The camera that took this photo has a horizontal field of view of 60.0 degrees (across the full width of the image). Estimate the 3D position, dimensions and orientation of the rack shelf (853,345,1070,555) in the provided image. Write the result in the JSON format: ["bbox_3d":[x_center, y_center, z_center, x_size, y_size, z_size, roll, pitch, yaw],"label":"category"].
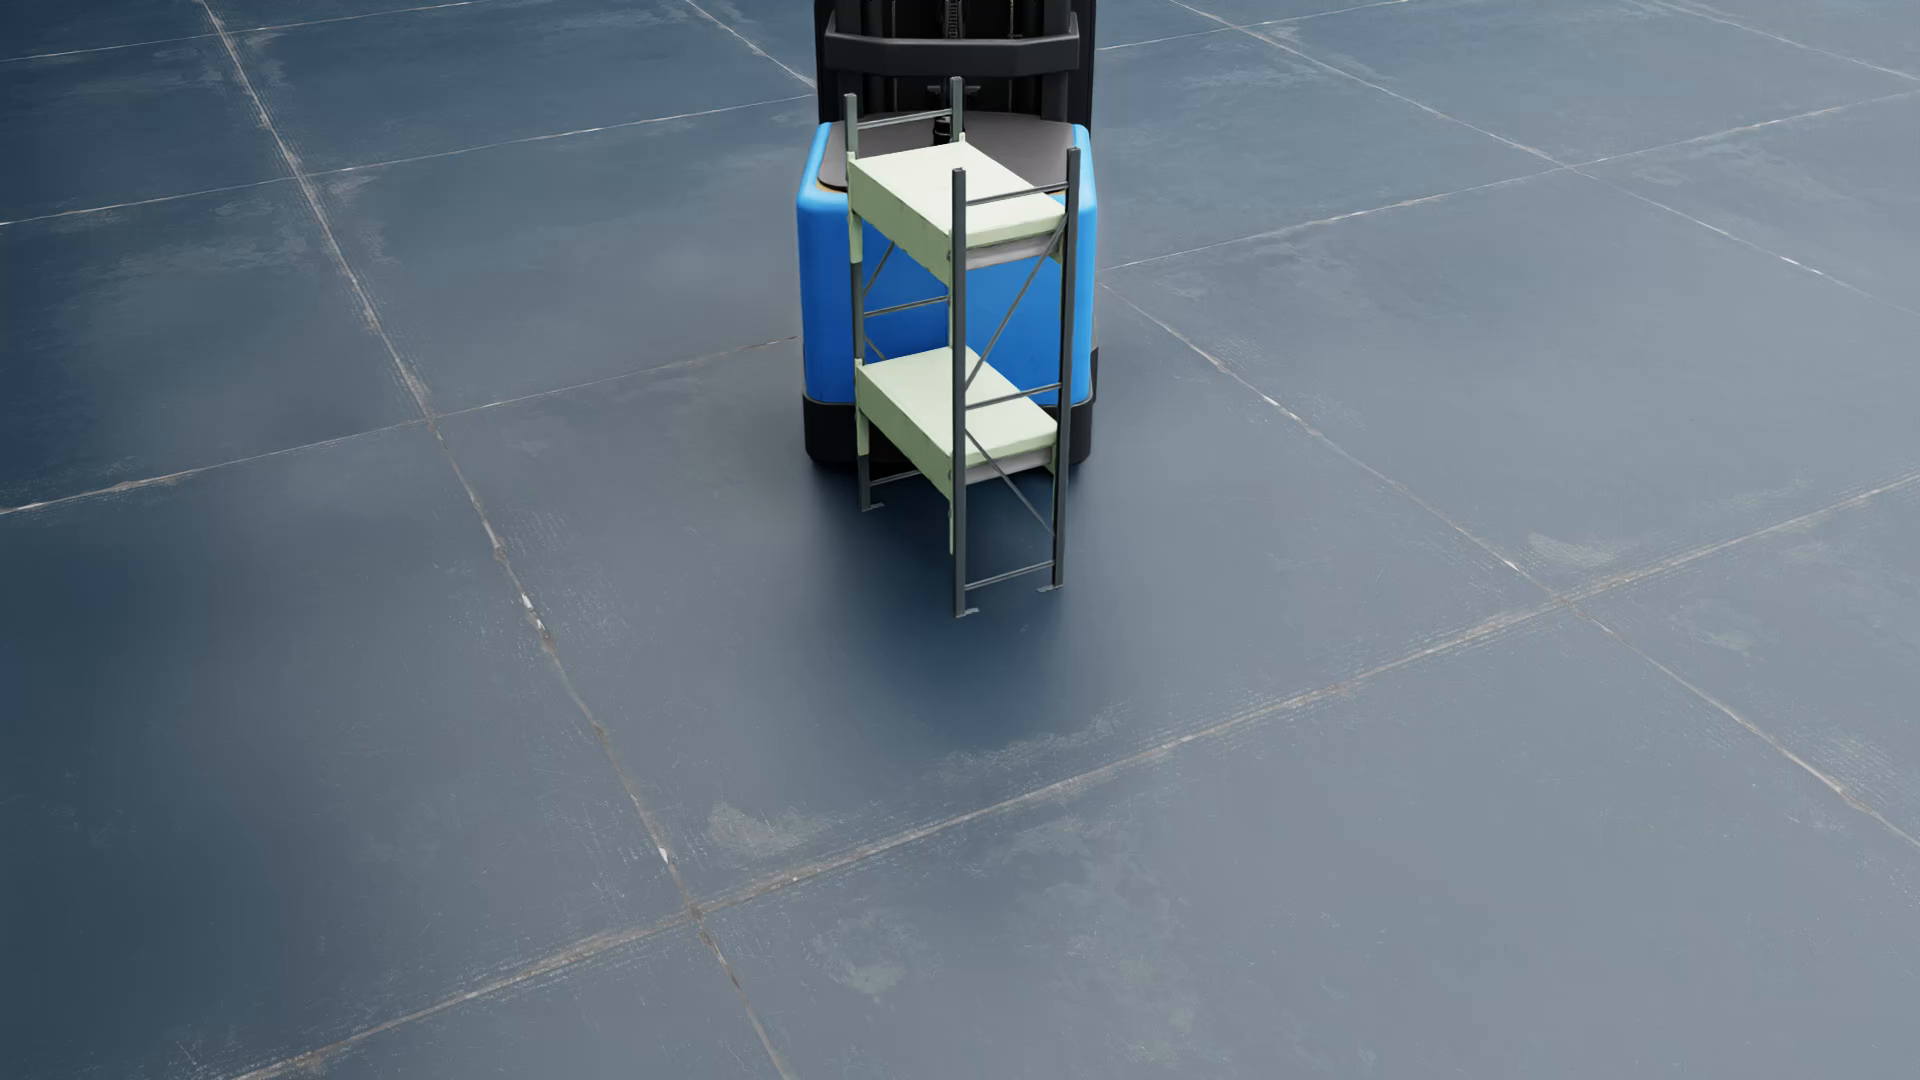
[{"bbox_3d":[-0.008,-0.331,5.480,0.431,0.370,0.720,-16,36,-23],"label":"rack shelf"}]

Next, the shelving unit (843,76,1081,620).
[{"bbox_3d":[-0.008,-0.605,5.304,0.431,1.500,0.755,-16,36,-23],"label":"shelving unit"}]

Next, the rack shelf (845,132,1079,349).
[{"bbox_3d":[-0.008,-0.934,5.094,0.431,0.370,0.720,-16,36,-23],"label":"rack shelf"}]

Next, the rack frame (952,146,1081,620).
[{"bbox_3d":[0.159,-0.430,5.030,0.400,1.500,0.023,-16,36,-23],"label":"rack frame"}]

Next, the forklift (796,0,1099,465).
[{"bbox_3d":[-0.013,-2.267,6.571,1.130,2.935,3.031,1,33,1],"label":"forklift"}]

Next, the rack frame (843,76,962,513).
[{"bbox_3d":[-0.175,-0.781,5.578,0.400,1.500,0.023,-16,36,-23],"label":"rack frame"}]
